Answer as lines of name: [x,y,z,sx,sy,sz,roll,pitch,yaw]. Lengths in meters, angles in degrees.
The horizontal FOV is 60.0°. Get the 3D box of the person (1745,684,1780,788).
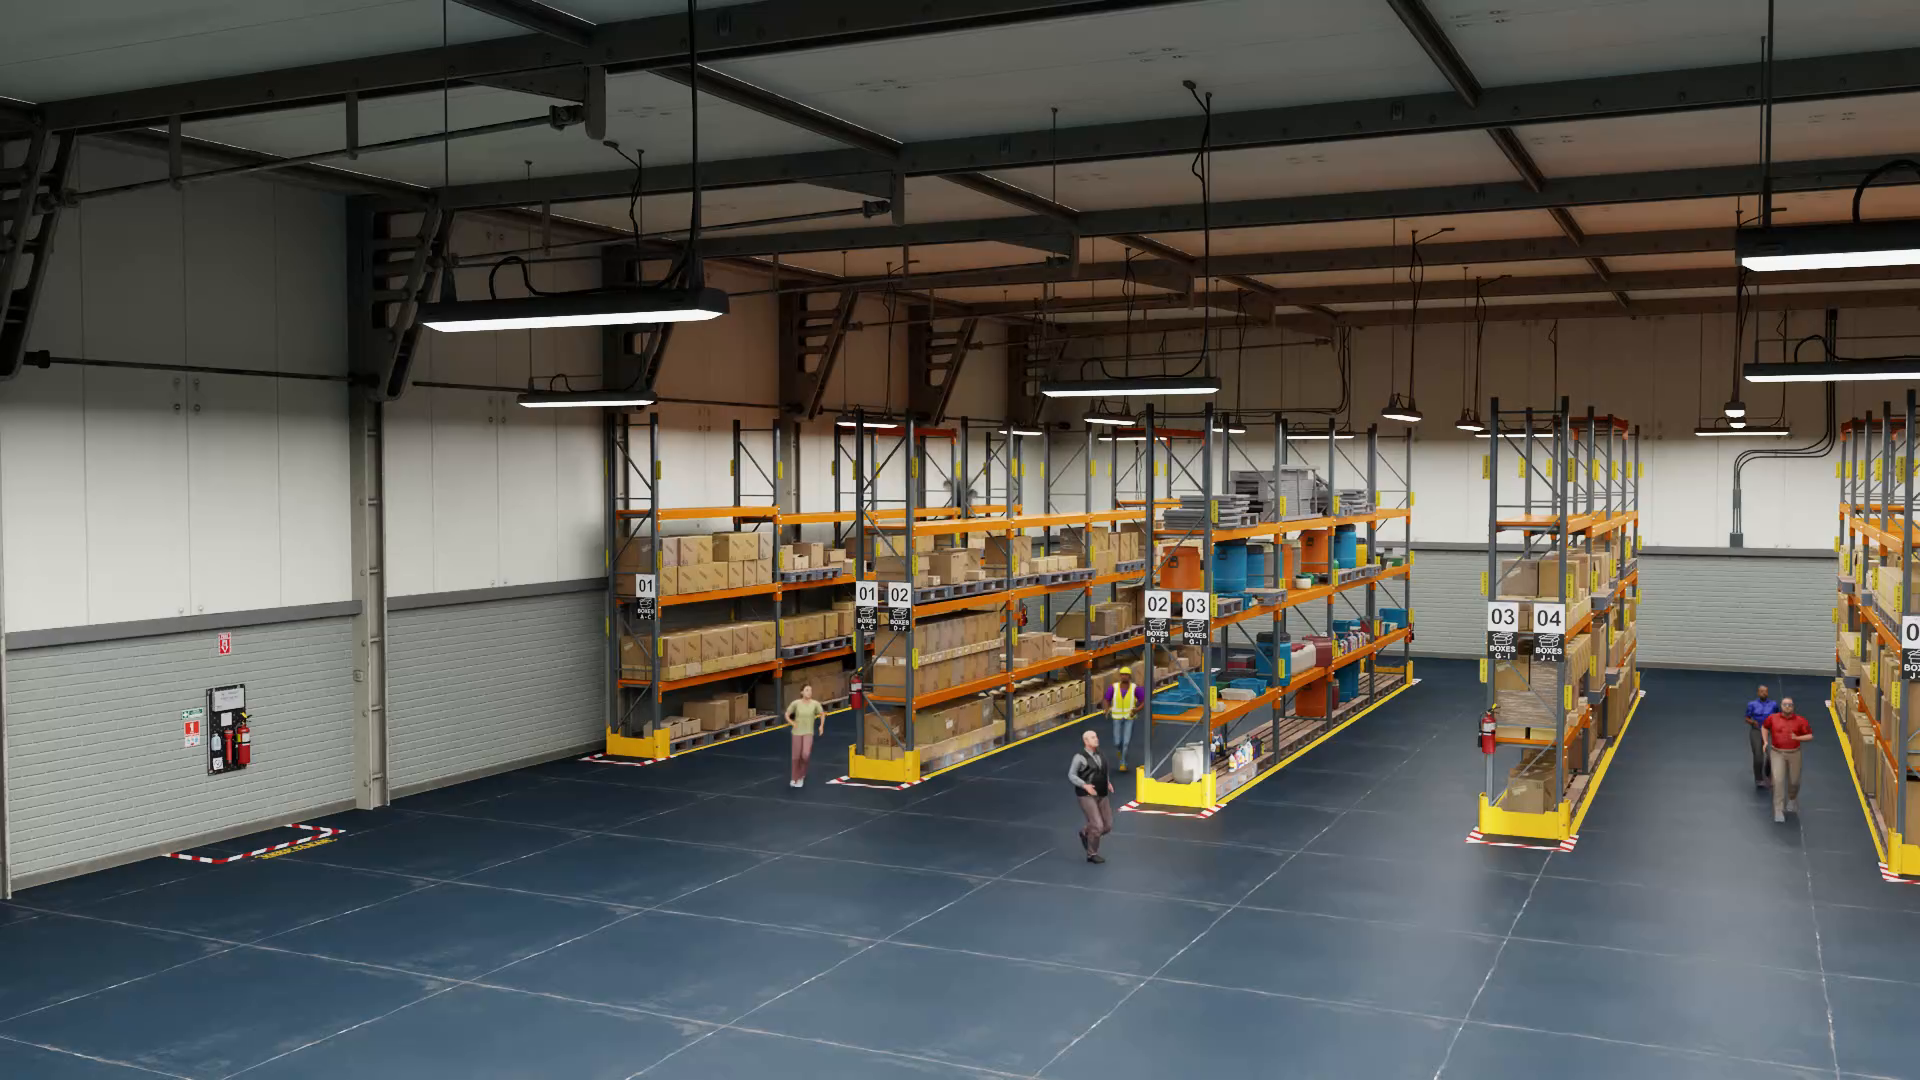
person: [12.619,3.085,26.092,0.554,1.622,0.611,1,3,19]

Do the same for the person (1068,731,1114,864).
person: [1.670,3.269,21.242,0.657,1.671,0.612,-2,3,-39]

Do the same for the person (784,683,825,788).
person: [-2.443,3.085,26.187,0.647,1.616,0.608,0,2,-7]

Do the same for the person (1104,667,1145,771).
person: [2.747,2.975,27.756,0.718,1.722,0.618,0,2,11]

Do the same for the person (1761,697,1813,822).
person: [11.843,3.113,23.831,0.662,1.719,0.950,1,3,25]
